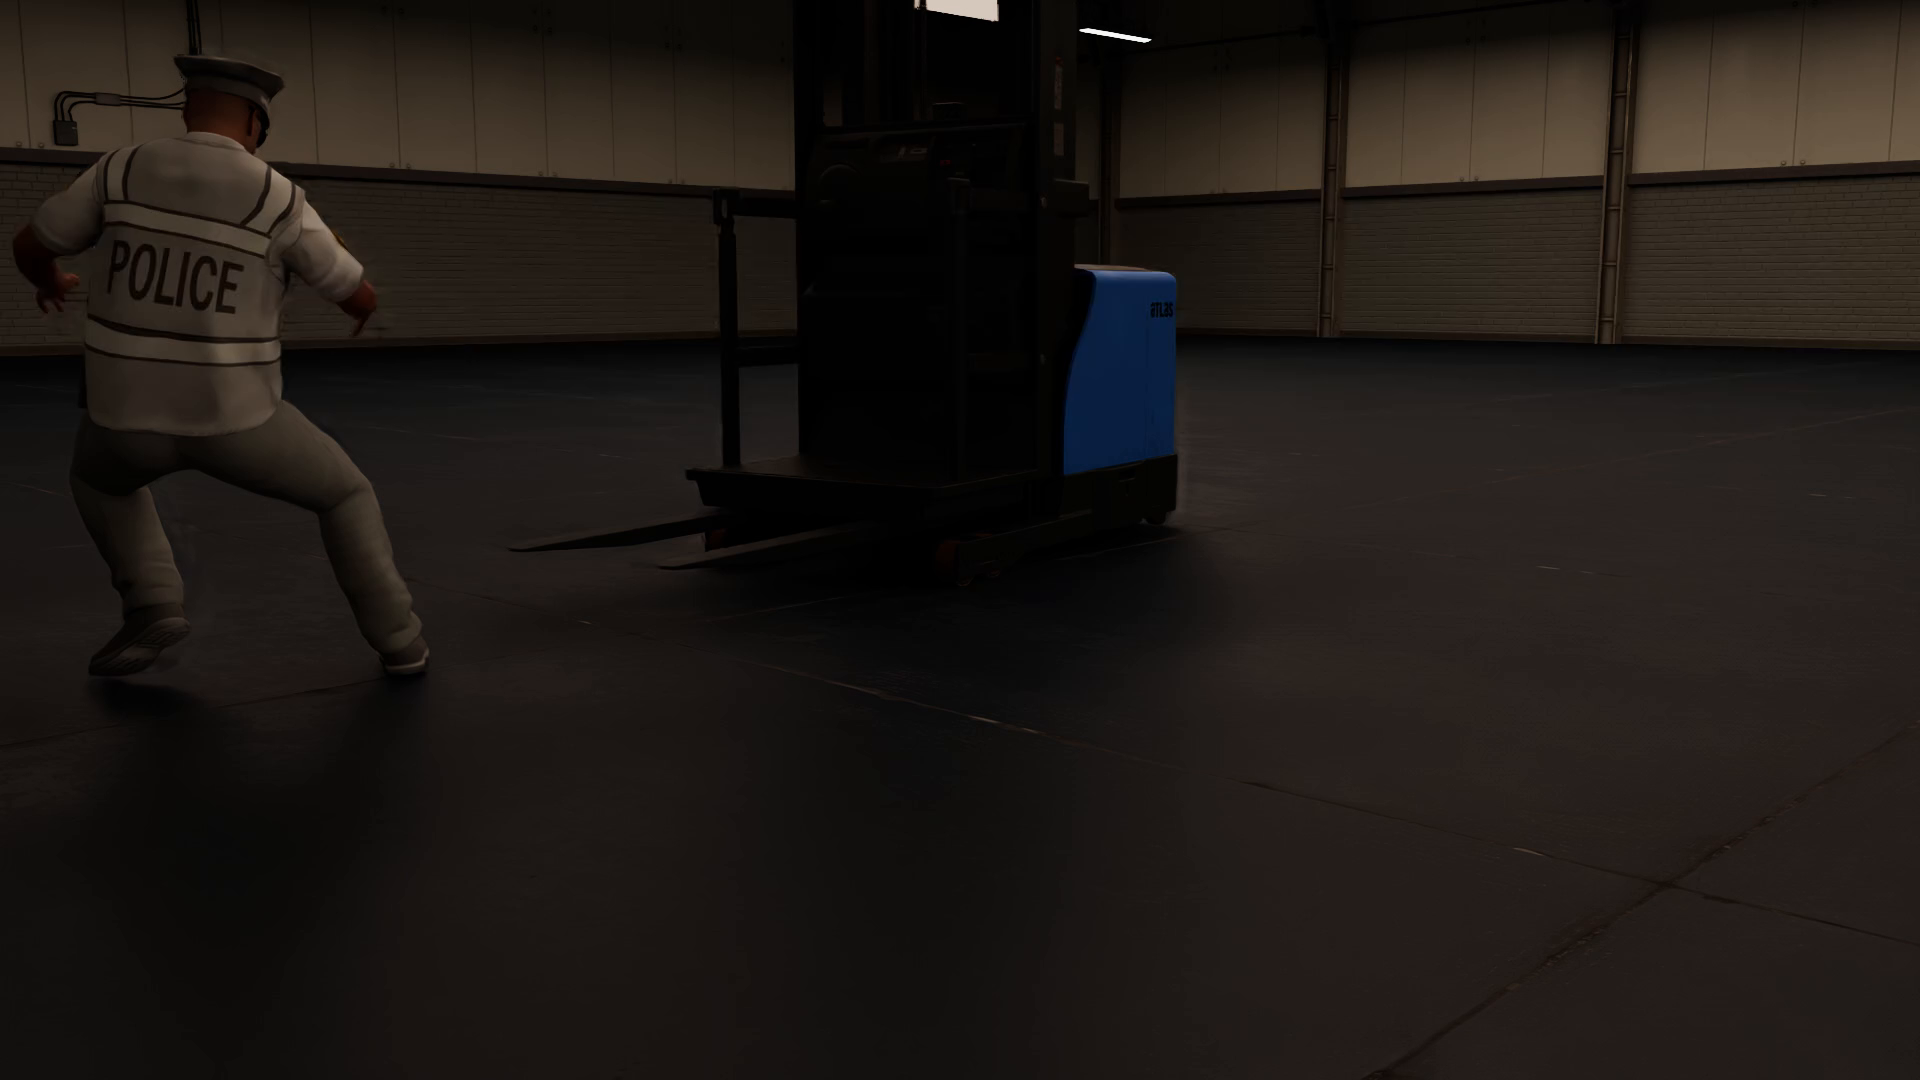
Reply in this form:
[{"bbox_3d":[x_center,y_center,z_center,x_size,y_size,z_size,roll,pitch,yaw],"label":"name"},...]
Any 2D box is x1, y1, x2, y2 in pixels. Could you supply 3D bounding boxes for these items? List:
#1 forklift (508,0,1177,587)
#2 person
[{"bbox_3d":[-0.286,-1.367,5.952,1.130,2.935,3.031,5,10,32],"label":"forklift"},{"bbox_3d":[-1.877,-0.410,4.218,0.945,1.549,0.790,-1,9,-9],"label":"person"}]
